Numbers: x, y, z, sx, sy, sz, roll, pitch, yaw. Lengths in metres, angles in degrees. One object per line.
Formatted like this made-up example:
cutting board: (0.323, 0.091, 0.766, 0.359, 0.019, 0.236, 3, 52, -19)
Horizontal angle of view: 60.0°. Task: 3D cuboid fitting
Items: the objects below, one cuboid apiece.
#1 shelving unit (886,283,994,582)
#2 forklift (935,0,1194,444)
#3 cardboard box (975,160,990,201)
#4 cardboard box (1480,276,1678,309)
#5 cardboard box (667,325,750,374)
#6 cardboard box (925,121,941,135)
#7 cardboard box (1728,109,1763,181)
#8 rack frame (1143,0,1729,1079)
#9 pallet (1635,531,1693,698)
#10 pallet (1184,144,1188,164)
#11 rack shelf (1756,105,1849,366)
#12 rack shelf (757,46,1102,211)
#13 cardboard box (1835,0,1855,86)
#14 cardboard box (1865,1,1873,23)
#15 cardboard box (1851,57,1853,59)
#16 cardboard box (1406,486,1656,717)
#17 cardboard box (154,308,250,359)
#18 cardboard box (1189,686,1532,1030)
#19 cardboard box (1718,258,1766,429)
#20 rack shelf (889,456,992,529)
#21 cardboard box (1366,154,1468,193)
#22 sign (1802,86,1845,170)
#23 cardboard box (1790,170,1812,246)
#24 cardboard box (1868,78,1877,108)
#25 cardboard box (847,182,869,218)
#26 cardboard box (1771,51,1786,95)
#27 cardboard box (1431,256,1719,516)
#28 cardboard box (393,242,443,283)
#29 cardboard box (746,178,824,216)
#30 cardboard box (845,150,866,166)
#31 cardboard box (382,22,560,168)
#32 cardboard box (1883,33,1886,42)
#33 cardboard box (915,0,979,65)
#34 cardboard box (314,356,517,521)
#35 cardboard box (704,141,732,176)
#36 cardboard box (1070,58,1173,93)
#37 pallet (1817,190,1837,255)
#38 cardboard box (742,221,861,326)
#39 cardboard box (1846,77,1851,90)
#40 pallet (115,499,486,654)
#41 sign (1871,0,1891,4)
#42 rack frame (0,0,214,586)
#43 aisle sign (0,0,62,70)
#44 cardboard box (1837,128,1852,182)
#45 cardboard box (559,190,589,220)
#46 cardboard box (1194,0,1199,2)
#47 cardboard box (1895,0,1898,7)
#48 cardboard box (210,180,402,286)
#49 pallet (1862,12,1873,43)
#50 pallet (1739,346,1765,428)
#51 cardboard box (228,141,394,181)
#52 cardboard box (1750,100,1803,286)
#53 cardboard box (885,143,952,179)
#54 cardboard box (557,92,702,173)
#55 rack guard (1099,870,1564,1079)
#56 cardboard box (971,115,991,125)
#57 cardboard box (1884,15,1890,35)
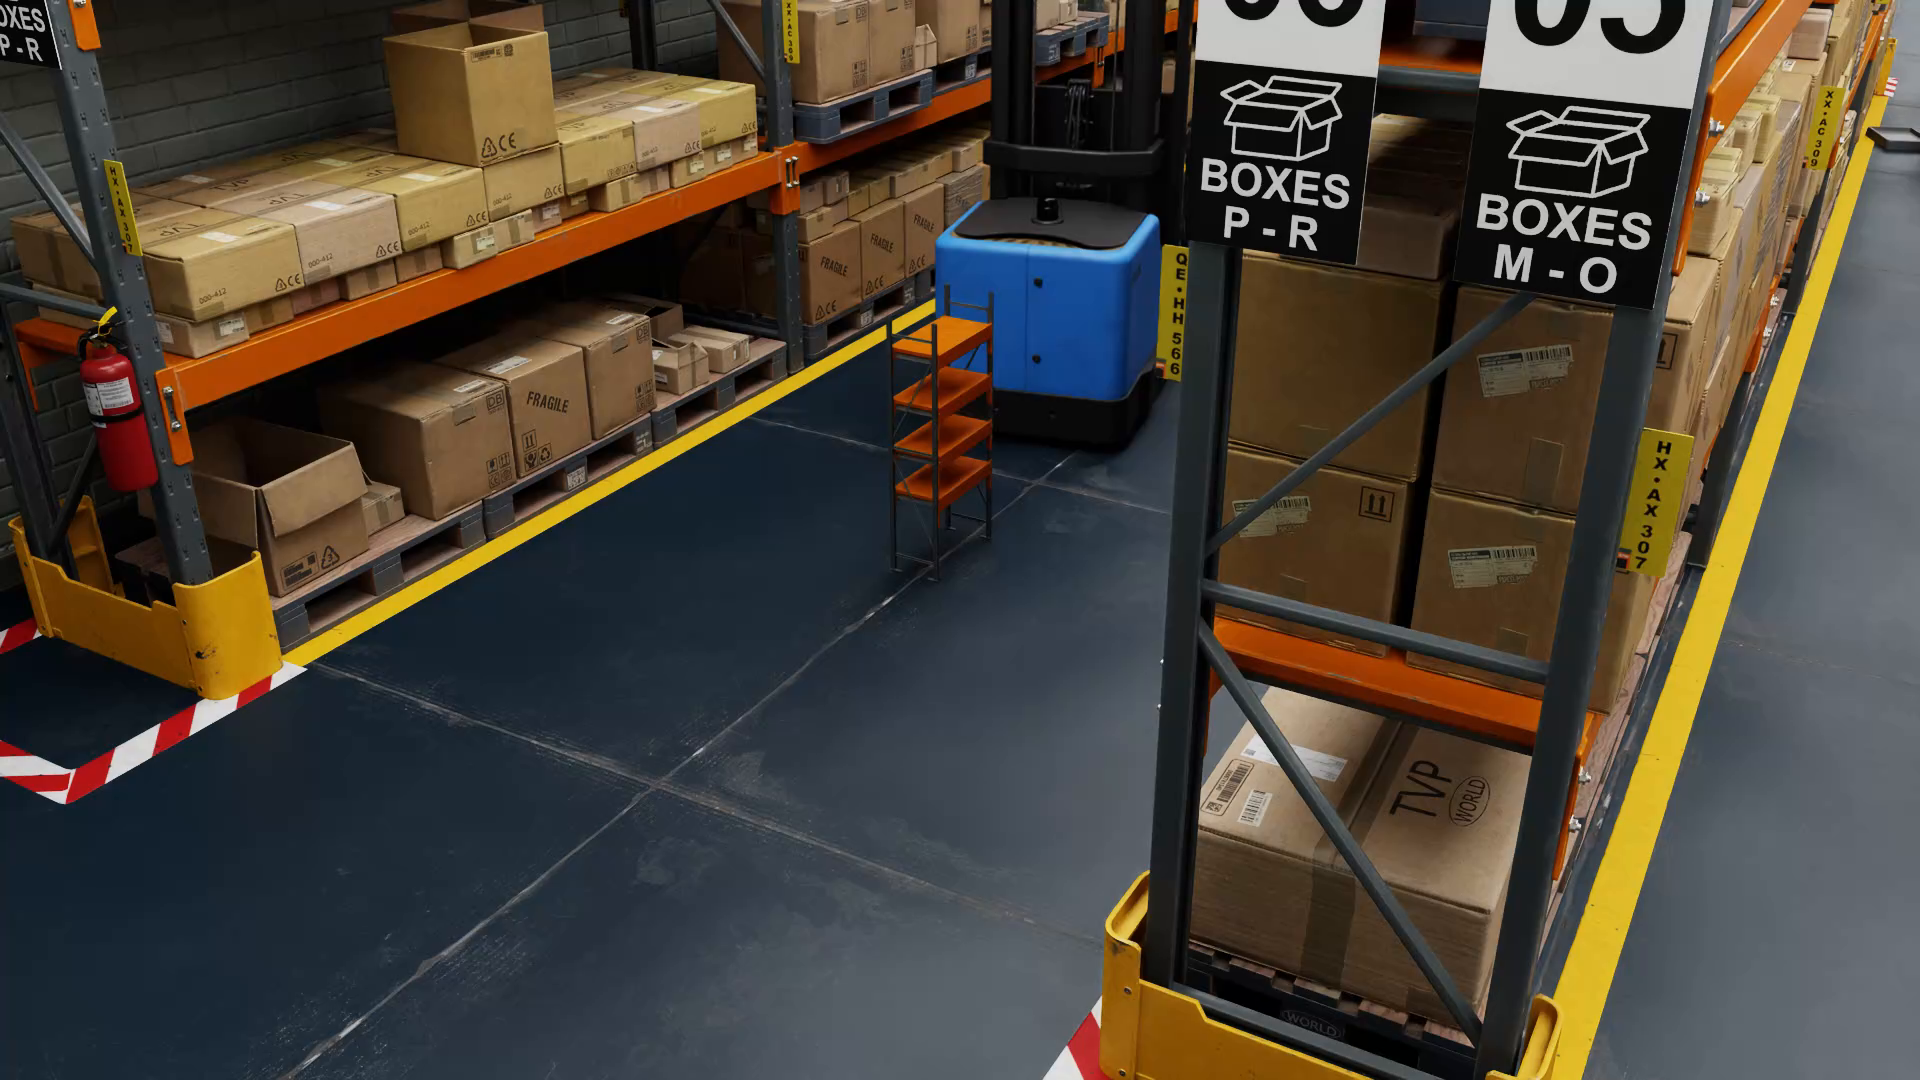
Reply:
shelving unit: (-0.081, -0.472, 7.353, 0.258, 1.200, 0.503, 14, 30, 26)
forklift: (0.777, -2.443, 9.357, 1.130, 2.935, 3.031, 8, 28, 15)
cardboard box: (0.059, -2.448, 11.613, 0.500, 0.500, 0.500, 16, 31, 28)
cardboard box: (1.394, -0.637, 3.719, 0.380, 0.149, 0.250, 15, 30, 27)
cardboard box: (-1.396, -1.060, 9.232, 0.380, 0.149, 0.250, 13, 29, 25)
cardboard box: (-0.359, -2.915, 11.821, 0.380, 0.149, 0.250, 13, 29, 24)
cardboard box: (2.045, -1.140, 4.722, 0.380, 0.149, 0.250, 14, 30, 27)
rack frame: (0.978, 0.222, 3.956, 1.000, 3.000, 0.127, 14, 30, 26)
pallet: (2.504, 0.189, 7.136, 1.003, 0.211, 1.213, 14, 30, 26)
pallet: (1.630, -3.526, 14.559, 1.003, 0.211, 1.213, 14, 30, 26)
rack shelf: (3.930, -1.795, 8.788, 1.077, 0.370, 4.000, 14, 30, 26)
rack shelf: (-0.394, -2.886, 10.968, 1.077, 0.370, 4.000, 14, 30, 26)
cardboard box: (3.888, -2.336, 7.837, 0.500, 0.500, 0.500, 13, 30, 25)
cardboard box: (5.587, -3.590, 10.658, 0.500, 0.500, 0.500, 16, 31, 29)
cardboard box: (4.648, -2.607, 9.216, 0.500, 0.250, 0.500, 13, 30, 25)
cardboard box: (1.464, 0.053, 4.181, 0.500, 0.500, 0.500, 14, 30, 26)
cardboard box: (-2.945, -0.825, 6.328, 0.380, 0.149, 0.250, 14, 30, 26)
cardboard box: (1.216, 0.901, 4.993, 0.875, 0.438, 0.875, 13, 29, 24)
cardboard box: (2.457, -0.744, 5.773, 0.500, 0.500, 0.500, 14, 30, 25)
rack shelf: (-0.081, -0.234, 7.472, 0.258, 0.148, 0.480, 14, 30, 26)
cardboard box: (1.084, -0.848, 4.140, 0.380, 0.149, 0.250, 15, 30, 27)
sign: (3.430, -1.638, 6.615, 0.100, 0.325, 0.005, 14, 30, 26)
cardboard box: (3.645, -1.585, 7.733, 0.500, 0.250, 0.500, 13, 30, 25)
cardboard box: (8.171, -4.192, 15.376, 0.500, 0.250, 0.500, 13, 29, 24)
cardboard box: (-0.784, -2.097, 10.187, 0.380, 0.149, 0.250, 13, 29, 23)
cardboard box: (2.515, -1.547, 5.536, 0.380, 0.149, 0.250, 14, 30, 26)
cardboard box: (1.462, -0.394, 3.958, 0.500, 0.500, 0.500, 13, 30, 25)
cardboard box: (-2.457, -1.234, 7.145, 0.380, 0.149, 0.250, 15, 30, 27)
cardboard box: (-1.022, -2.016, 9.693, 0.380, 0.149, 0.250, 14, 30, 25)
cardboard box: (-0.848, -2.509, 11.011, 0.380, 0.149, 0.250, 15, 30, 27)
cardboard box: (-2.150, -1.973, 7.338, 0.500, 0.500, 0.500, 15, 30, 27)
cardboard box: (7.660, -4.130, 14.414, 0.500, 0.500, 0.500, 16, 31, 28)
cardboard box: (-0.304, -3.308, 10.426, 0.700, 0.500, 0.500, 14, 30, 26)
cardboard box: (-2.507, -0.482, 7.685, 0.700, 0.500, 0.500, 16, 31, 28)
cardboard box: (-1.424, -2.030, 8.735, 0.380, 0.149, 0.250, 15, 30, 27)
cardboard box: (1.224, -3.610, 13.794, 0.875, 0.625, 0.625, 15, 30, 28)
pallet: (5.900, -2.427, 12.362, 1.003, 0.211, 1.213, 14, 30, 26)
cardboard box: (-0.944, -1.637, 9.994, 0.500, 0.500, 0.500, 16, 31, 28)
cardboard box: (4.891, -2.574, 9.710, 0.500, 0.250, 0.500, 13, 29, 24)
pallet: (-2.916, 0.037, 7.441, 1.003, 0.211, 1.213, 14, 30, 26)
sign: (5.398, -3.293, 9.683, 0.100, 0.325, 0.005, 14, 30, 26)
rack frame: (-3.345, -0.870, 6.136, 1.000, 3.000, 0.127, 14, 30, 26)
aisle sign: (-3.123, -1.941, 5.372, 0.394, 0.787, 0.004, 14, 30, 26)
cardboard box: (6.275, -2.982, 12.822, 0.950, 0.372, 0.625, 16, 31, 29)
cardboard box: (-2.009, -1.645, 7.967, 0.380, 0.149, 0.250, 15, 30, 27)
cardboard box: (1.777, -4.638, 13.833, 0.500, 0.250, 0.500, 15, 30, 28)
cardboard box: (8.560, -5.070, 15.567, 0.380, 0.149, 0.250, 15, 30, 28)
cardboard box: (-2.640, -1.250, 6.731, 0.500, 0.250, 0.500, 15, 30, 27)
pallet: (5.852, -3.591, 11.786, 1.003, 0.211, 1.213, 14, 30, 26)
pallet: (3.859, -0.885, 9.281, 1.003, 0.211, 1.213, 14, 30, 26)
cardboard box: (-2.848, -1.566, 7.362, 0.500, 0.250, 0.500, 15, 30, 28)
cardboard box: (2.455, -1.188, 5.543, 0.500, 0.500, 0.500, 15, 30, 27)
cardboard box: (-0.274, -2.504, 11.000, 0.380, 0.149, 0.250, 14, 30, 26)
cardboard box: (-1.649, -2.044, 8.317, 0.500, 0.250, 0.500, 14, 30, 26)
rack guard: (0.966, 1.349, 4.496, 1.175, 0.500, 0.348, 14, 30, 26)
cardboard box: (0.293, -2.893, 11.777, 0.380, 0.149, 0.250, 13, 29, 24)
cardboard box: (7.772, -4.445, 14.319, 0.380, 0.149, 0.250, 15, 30, 28)
